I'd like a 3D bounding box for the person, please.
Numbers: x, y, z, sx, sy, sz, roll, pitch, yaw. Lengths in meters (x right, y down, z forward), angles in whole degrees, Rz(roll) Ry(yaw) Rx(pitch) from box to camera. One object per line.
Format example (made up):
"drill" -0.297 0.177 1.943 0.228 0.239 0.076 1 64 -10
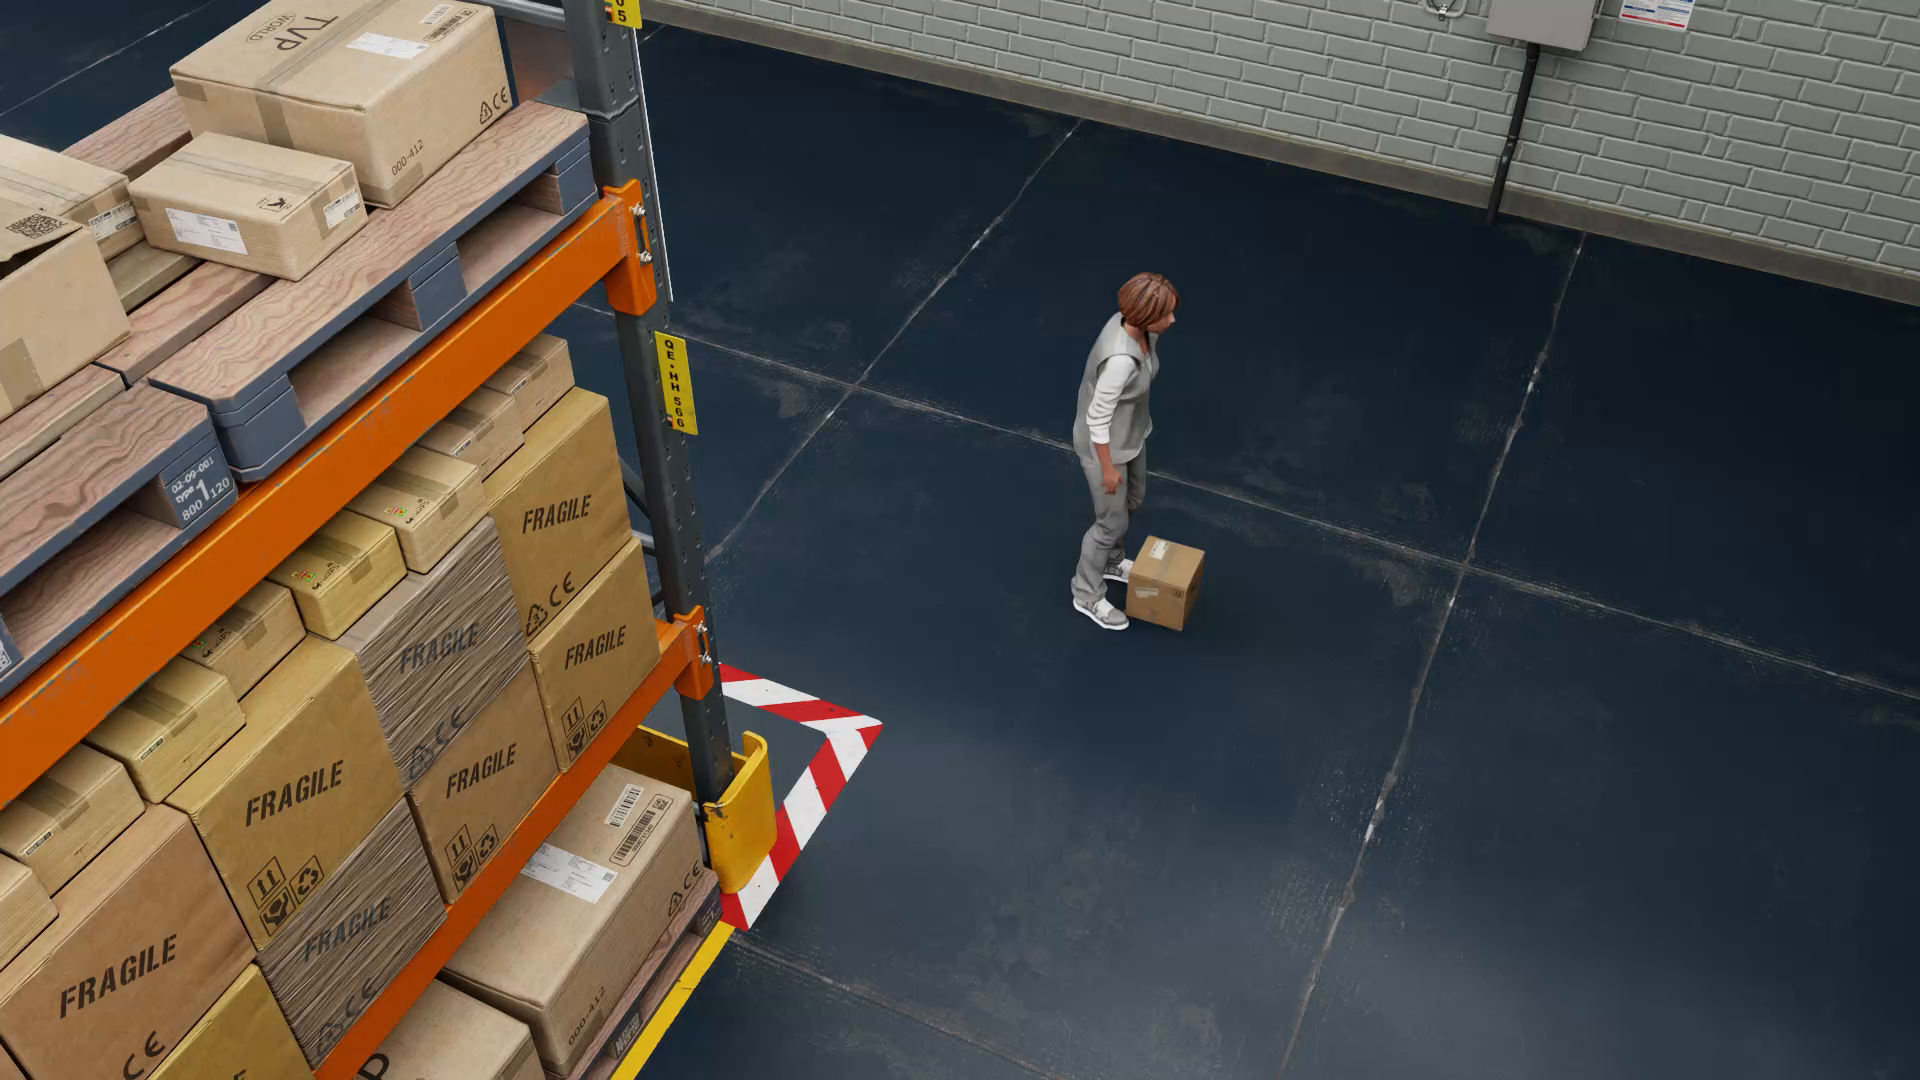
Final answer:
"person" 0.628 -0.377 6.579 0.346 1.592 0.466 16 45 17
